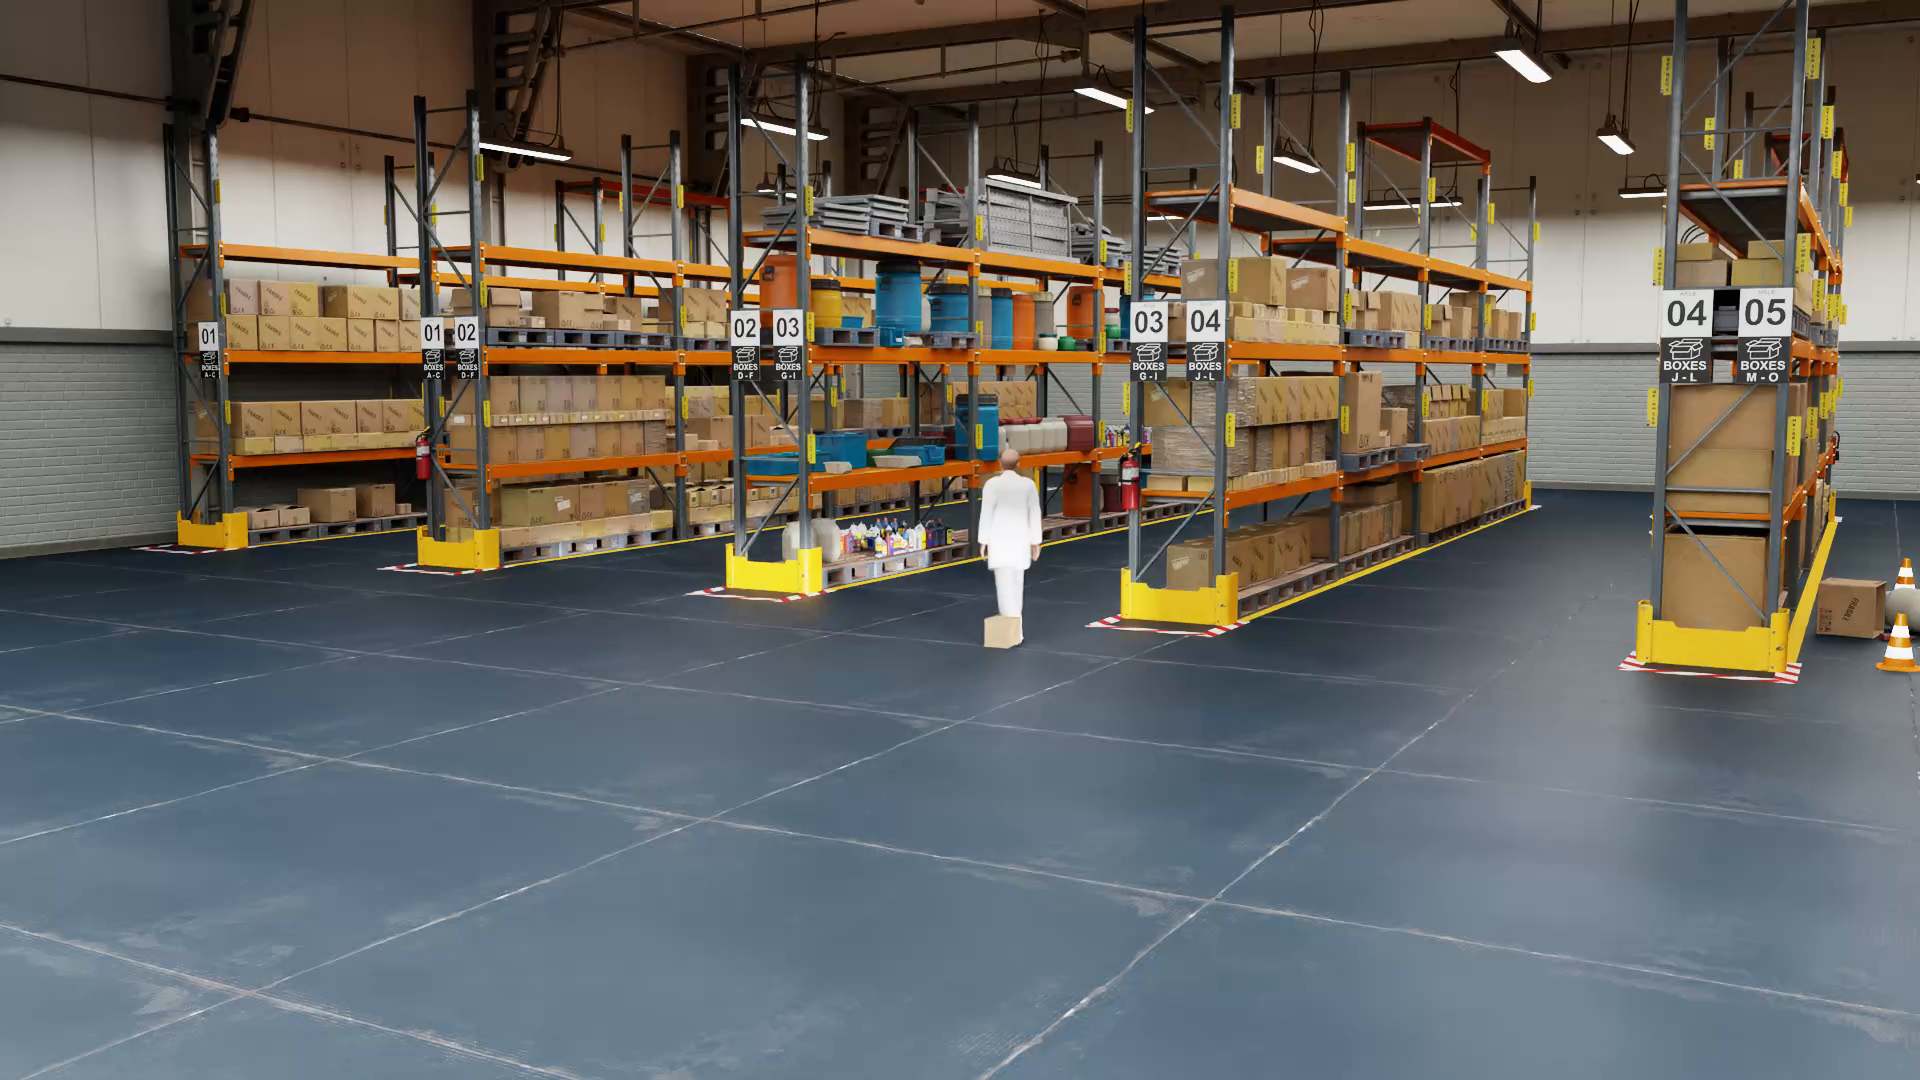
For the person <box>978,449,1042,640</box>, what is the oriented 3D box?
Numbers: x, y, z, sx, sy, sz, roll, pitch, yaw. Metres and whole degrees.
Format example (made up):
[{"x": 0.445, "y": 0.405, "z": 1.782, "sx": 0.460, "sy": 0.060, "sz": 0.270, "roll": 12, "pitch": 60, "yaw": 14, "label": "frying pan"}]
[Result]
[{"x": 0.457, "y": 0.040, "z": 15.566, "sx": 0.624, "sy": 1.776, "sz": 0.684, "roll": -3, "pitch": 7, "yaw": -29, "label": "person"}]
